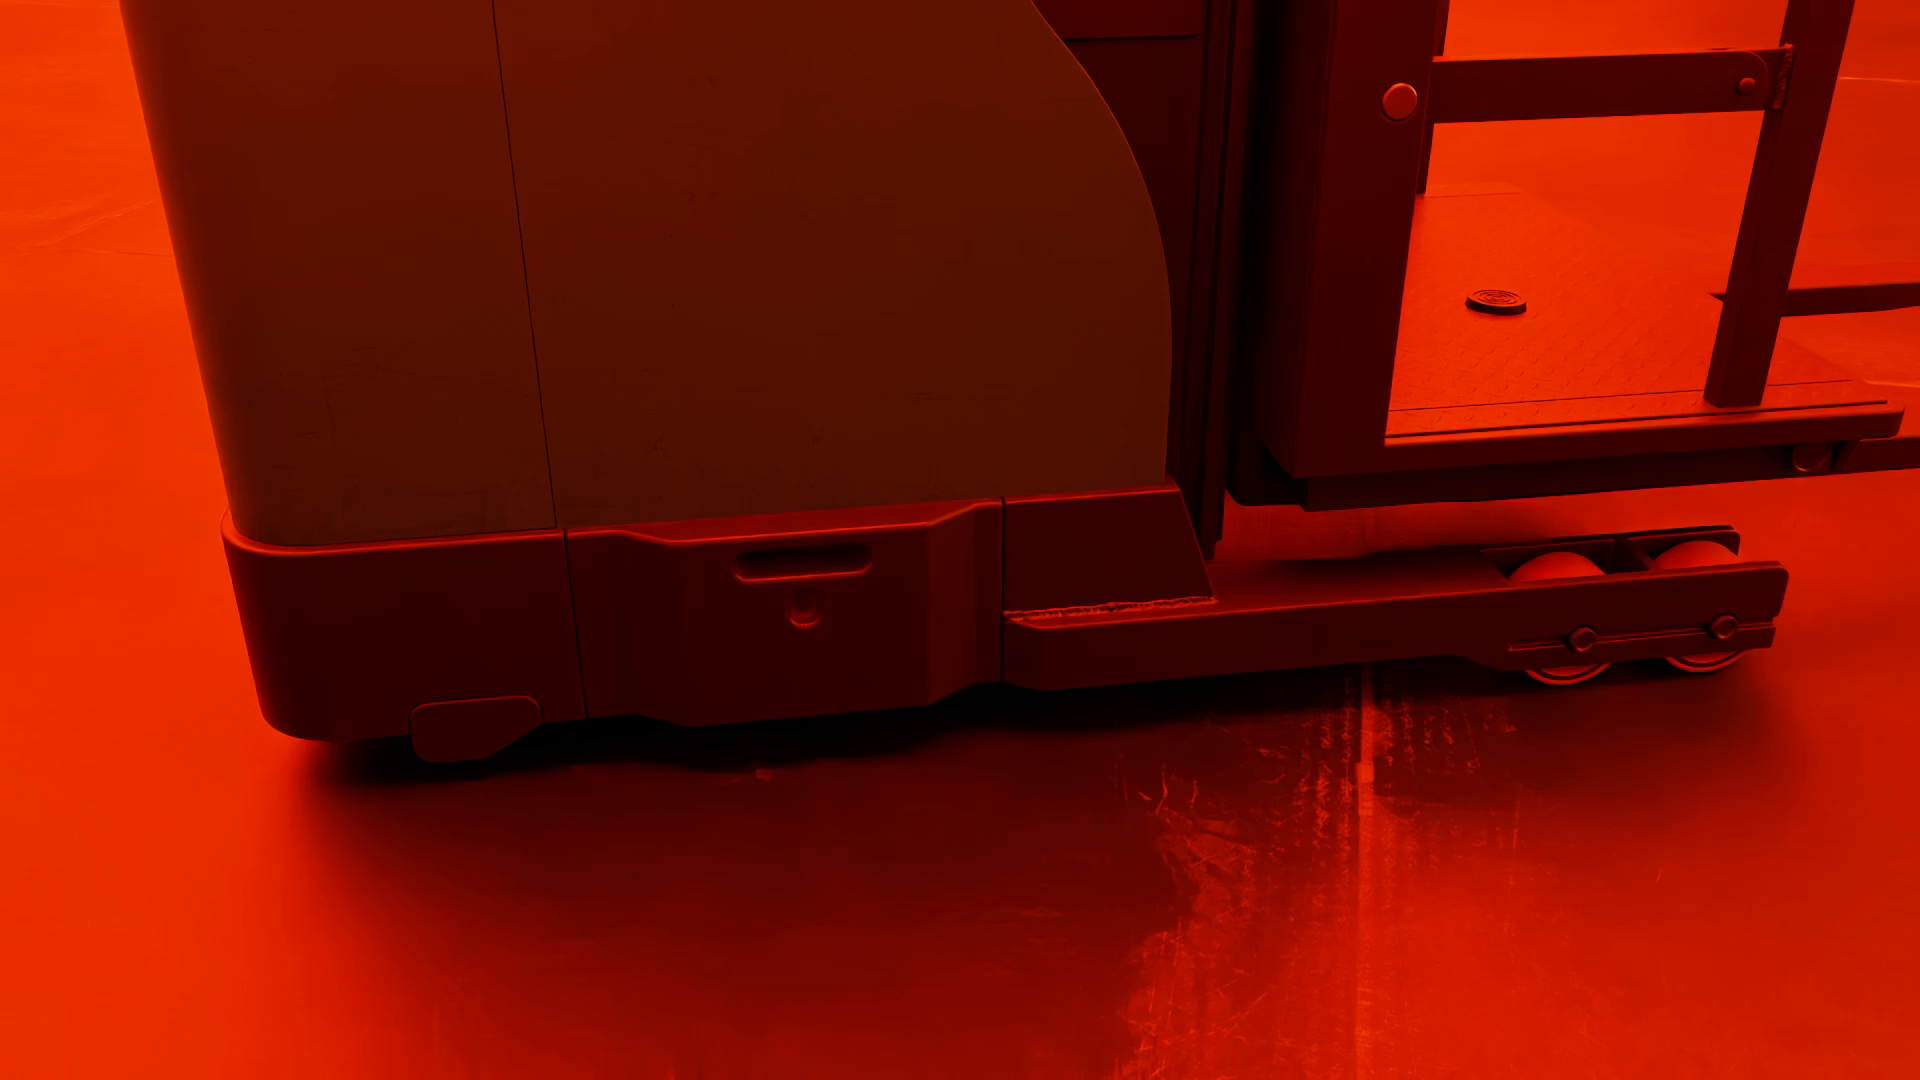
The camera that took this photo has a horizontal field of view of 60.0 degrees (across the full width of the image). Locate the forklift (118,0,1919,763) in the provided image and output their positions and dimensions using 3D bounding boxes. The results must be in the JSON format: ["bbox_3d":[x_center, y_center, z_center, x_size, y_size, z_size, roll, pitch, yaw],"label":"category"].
[{"bbox_3d":[0.600,-1.354,1.930,3.031,2.935,1.130,-4,27,-9],"label":"forklift"}]
